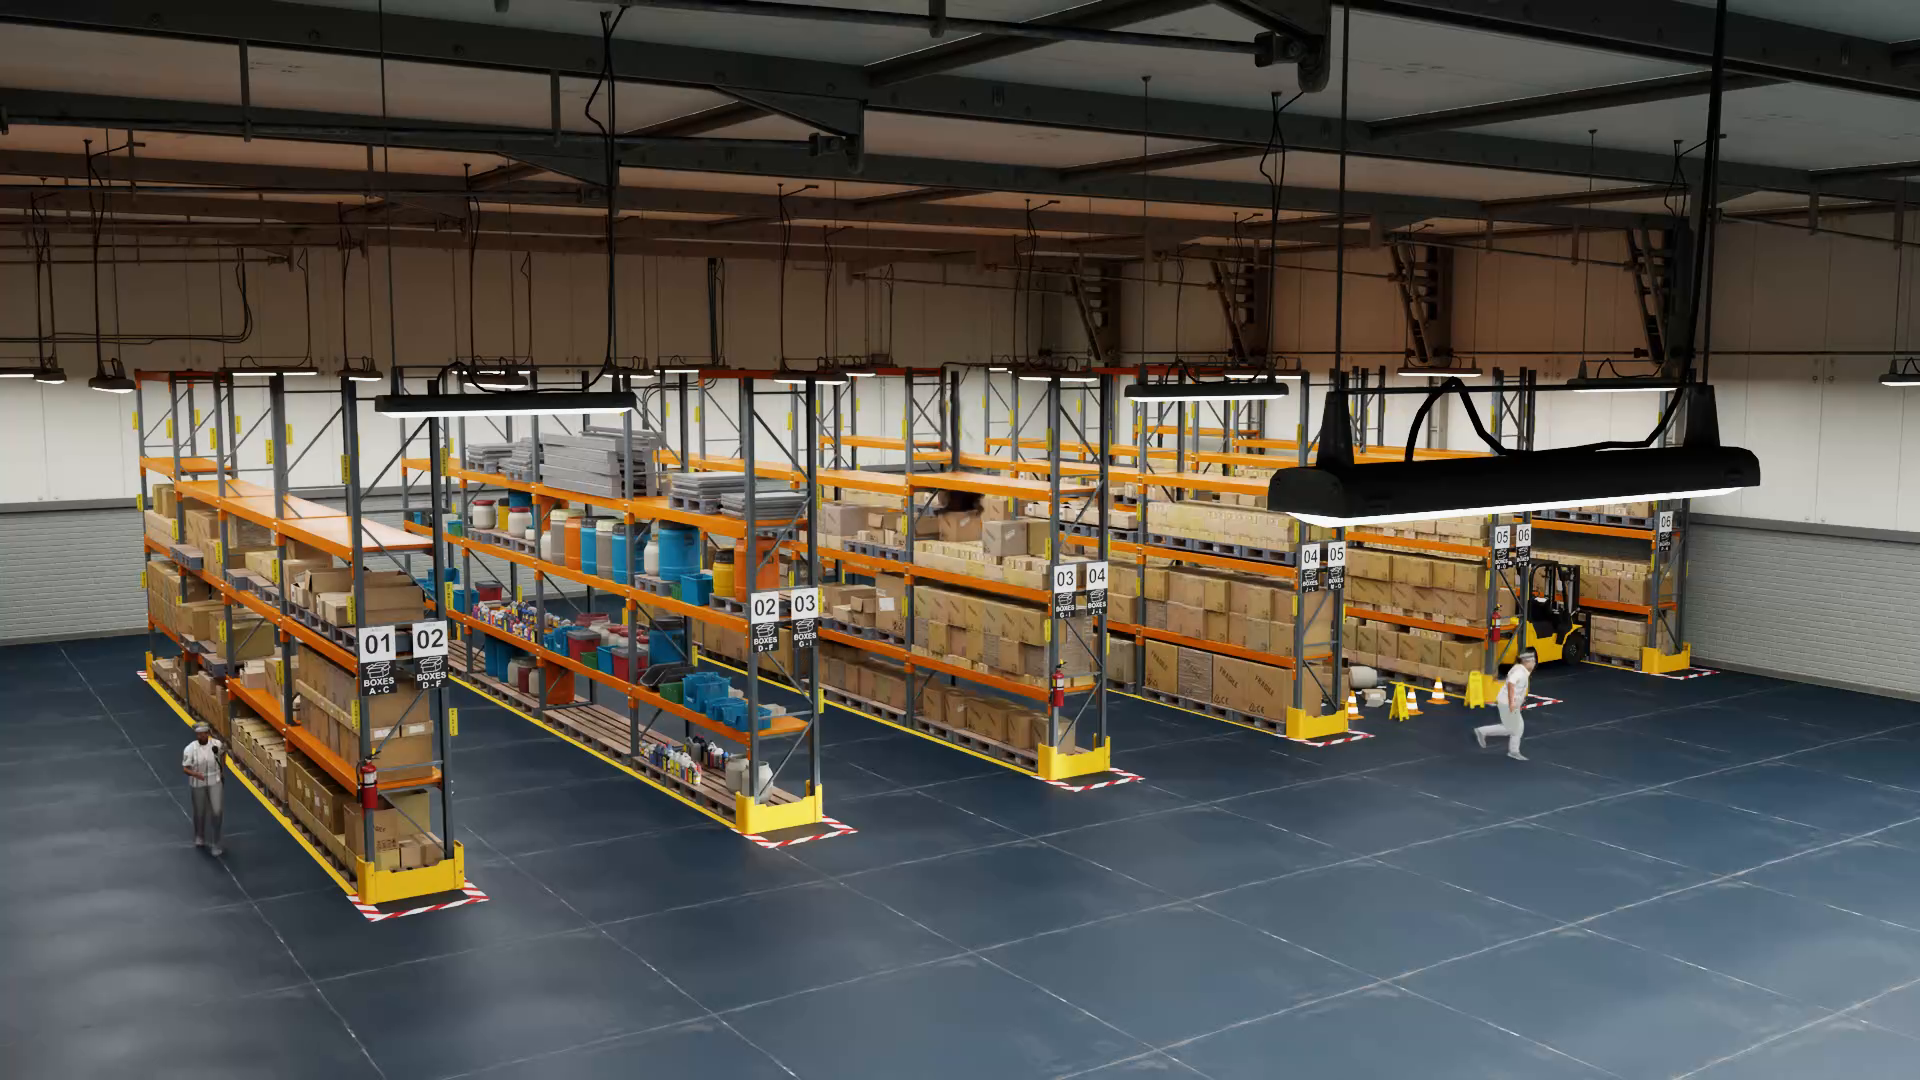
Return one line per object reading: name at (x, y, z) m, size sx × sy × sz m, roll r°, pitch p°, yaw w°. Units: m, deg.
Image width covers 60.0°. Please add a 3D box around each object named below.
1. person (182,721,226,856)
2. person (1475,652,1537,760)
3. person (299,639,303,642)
person at (-9.565, 3.134, 21.092) m, size 0.524 × 1.741 × 0.745 m, roll -3°, pitch 7°, yaw -27°
person at (8.525, 2.588, 26.016) m, size 0.893 × 1.722 × 0.664 m, roll 1°, pitch 7°, yaw 11°
person at (-11.954, 2.028, 30.897) m, size 0.604 × 1.659 × 0.538 m, roll -4°, pitch 8°, yaw -34°
